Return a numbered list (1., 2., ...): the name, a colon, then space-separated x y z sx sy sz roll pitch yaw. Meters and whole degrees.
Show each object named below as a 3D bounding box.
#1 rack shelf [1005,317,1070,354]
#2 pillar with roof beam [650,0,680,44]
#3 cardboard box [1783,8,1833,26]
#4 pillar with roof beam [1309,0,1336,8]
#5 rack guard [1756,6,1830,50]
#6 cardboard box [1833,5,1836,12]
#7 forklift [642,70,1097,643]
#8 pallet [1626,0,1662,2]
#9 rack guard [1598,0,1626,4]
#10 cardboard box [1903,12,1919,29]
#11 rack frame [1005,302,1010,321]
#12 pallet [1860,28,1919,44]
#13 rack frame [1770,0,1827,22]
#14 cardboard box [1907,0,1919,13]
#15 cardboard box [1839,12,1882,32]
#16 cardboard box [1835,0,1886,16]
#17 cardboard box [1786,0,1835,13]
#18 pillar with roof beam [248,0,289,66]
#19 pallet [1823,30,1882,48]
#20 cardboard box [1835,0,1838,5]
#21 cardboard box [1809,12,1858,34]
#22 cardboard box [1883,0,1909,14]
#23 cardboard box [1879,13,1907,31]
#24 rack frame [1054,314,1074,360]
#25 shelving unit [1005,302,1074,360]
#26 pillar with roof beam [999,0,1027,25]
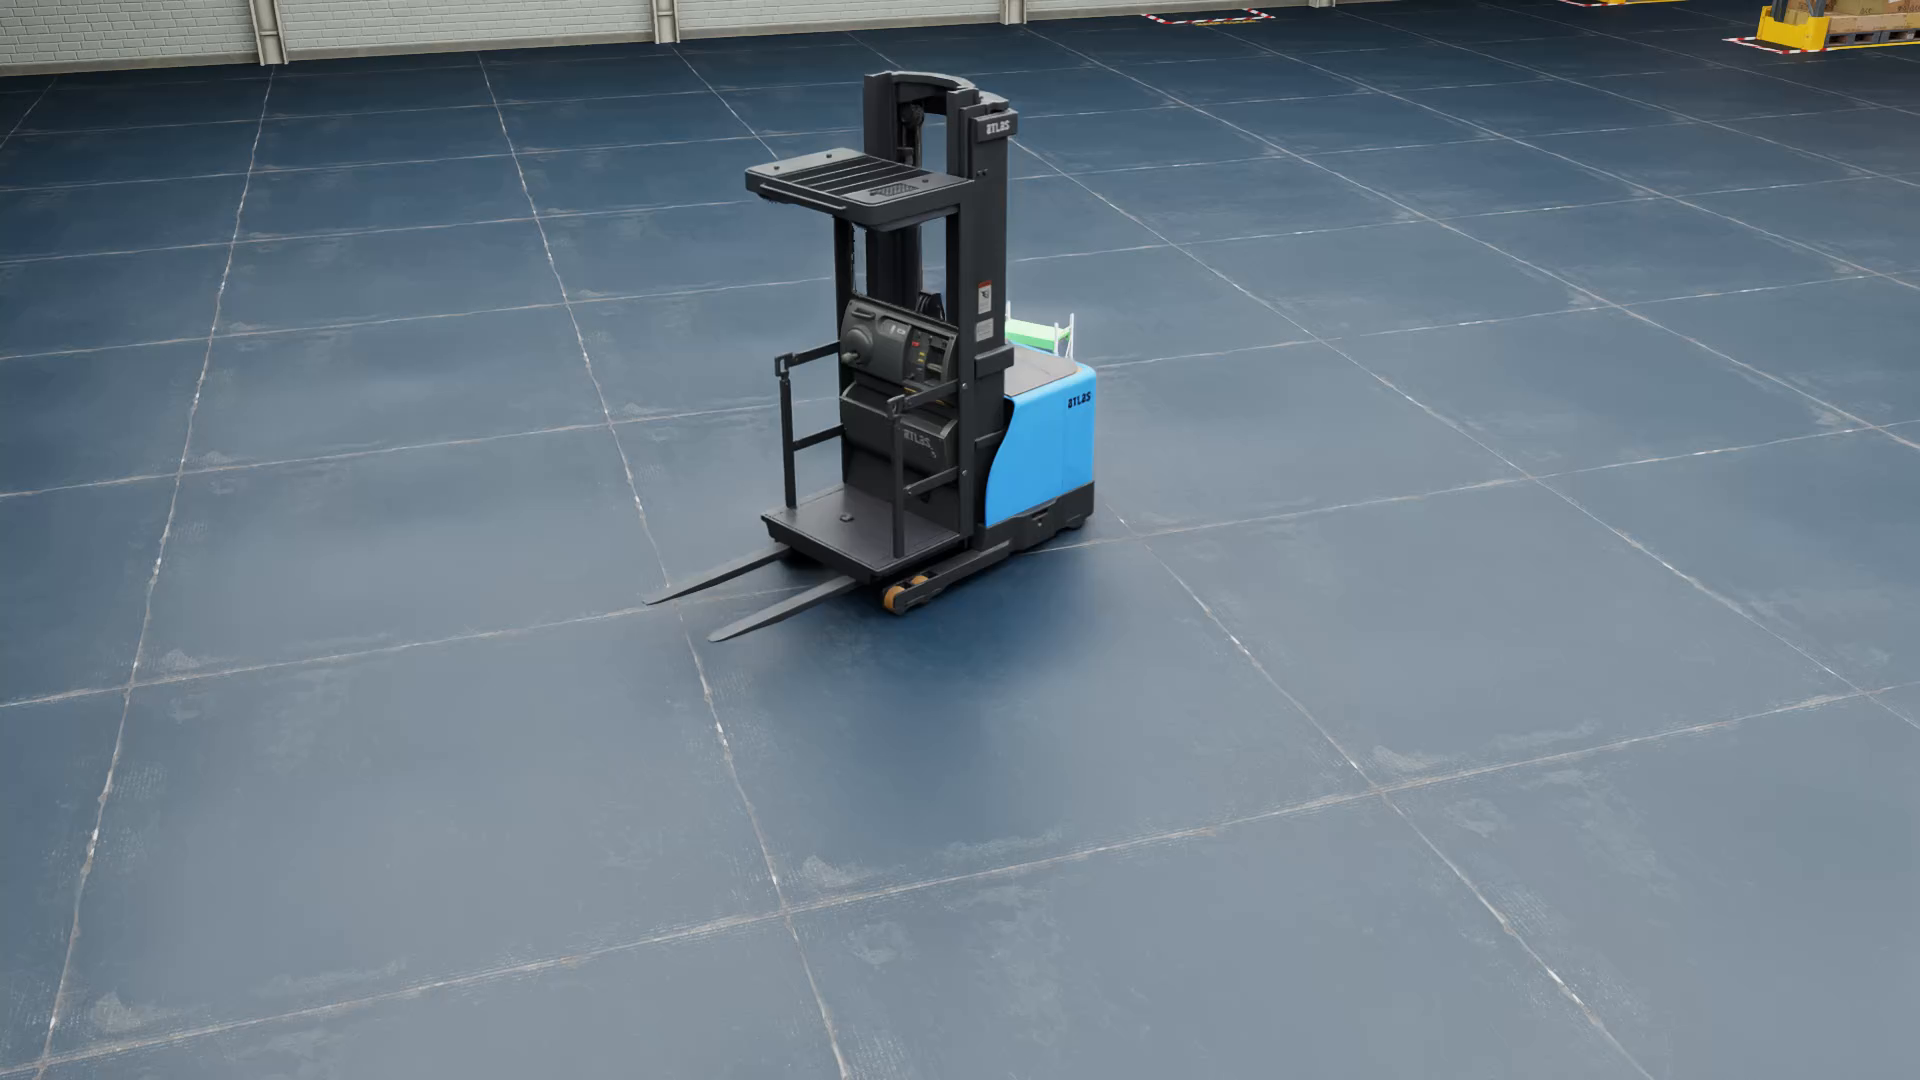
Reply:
1. rack shelf: 0.481 -1.355 11.194 0.480 0.148 0.258 15 30 28
2. pillar with roof beam: -3.456 -10.342 21.462 0.400 9.000 9.100 -8 28 -16
3. cardboard box: 13.884 -8.553 27.225 0.500 0.250 0.500 -8 28 -16
4. pillar with roof beam: 7.954 -11.994 24.790 0.400 9.000 9.100 -8 28 -16
5. rack guard: 13.443 -8.275 26.855 0.348 0.500 1.175 -8 28 -16
6. cardboard box: 14.356 -8.627 27.374 0.500 0.250 0.500 -8 28 -16
7. forklift: -0.519 -1.131 9.732 3.031 2.935 1.130 -24 35 -39
8. pallet: 12.784 -10.350 31.360 1.213 0.211 1.003 -8 28 -16
9. rack guard: 12.001 -10.382 31.101 0.348 0.500 1.175 -8 28 -16
10. cardboard box: 15.471 -8.540 27.198 0.500 0.250 0.500 -8 28 -16
11. rack frame: 0.273 -1.038 11.492 0.015 1.200 0.240 15 30 28
12. pallet: 15.338 -8.438 27.509 1.213 0.211 1.003 -8 28 -16
13. rack frame: 13.466 -9.398 26.306 0.127 3.000 1.000 -8 28 -16
14. cardboard box: 15.472 -8.875 27.031 0.500 0.500 0.500 -8 28 -16
15. cardboard box: 14.519 -8.404 26.925 0.500 0.250 0.500 -8 28 -16
16. cardboard box: 14.519 -8.739 26.757 0.500 0.500 0.500 -8 28 -16
17. cardboard box: 13.884 -8.890 27.060 0.500 0.500 0.500 -8 28 -16
18. pillar with roof beam: -9.161 -9.516 19.798 0.400 9.000 9.100 -8 28 -16
19. pallet: 14.180 -8.272 27.174 1.213 0.211 1.003 -8 28 -16
20. cardboard box: 14.830 -9.034 27.350 0.500 0.500 0.500 -8 28 -16
21. cardboard box: 14.045 -8.334 26.784 0.500 0.250 0.500 -8 28 -16
22. cardboard box: 14.991 -8.814 26.907 0.500 0.500 0.500 -8 28 -16
23. cardboard box: 14.994 -8.473 27.064 0.500 0.250 0.500 -8 28 -16
24. rack frame: 0.690 -0.926 11.265 0.015 1.200 0.240 15 30 28
25. shelving unit: 0.481 -0.982 11.379 0.503 1.200 0.258 15 30 28
26. pillar with roof beam: 2.249 -11.168 23.126 0.400 9.000 9.100 -8 28 -16
